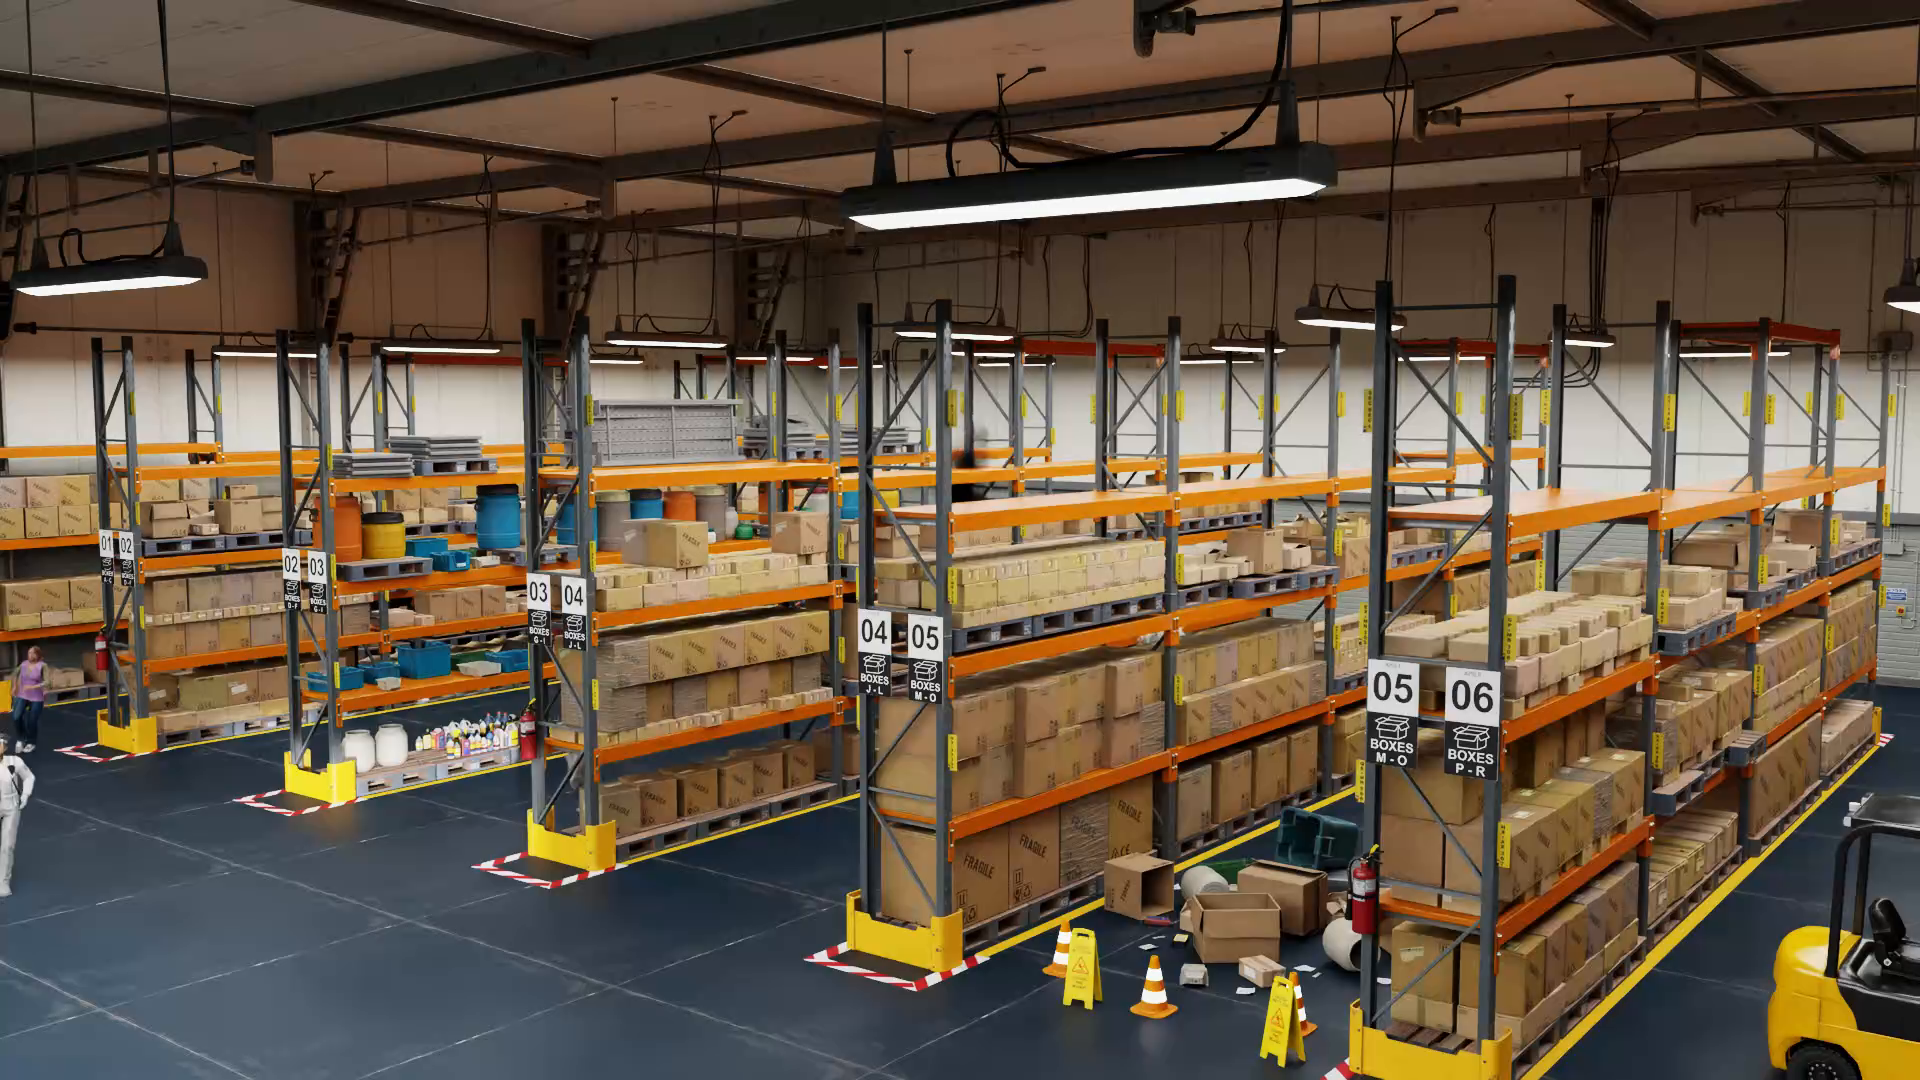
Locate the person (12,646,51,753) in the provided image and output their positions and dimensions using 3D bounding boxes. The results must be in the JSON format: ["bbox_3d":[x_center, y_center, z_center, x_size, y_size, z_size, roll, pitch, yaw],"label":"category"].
[{"bbox_3d":[-13.387,2.297,23.967,0.545,1.551,0.584,-1,5,-15],"label":"person"}]

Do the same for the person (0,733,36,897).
[{"bbox_3d":[-10.039,2.827,17.440,0.624,1.695,0.781,-3,6,-28],"label":"person"}]

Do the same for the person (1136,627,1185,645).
[{"bbox_3d":[2.917,1.875,24.714,0.688,1.872,0.745,3,6,33],"label":"person"}]

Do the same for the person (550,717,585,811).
[{"bbox_3d":[-4.704,2.520,20.369,0.606,1.767,0.647,3,6,33],"label":"person"}]
